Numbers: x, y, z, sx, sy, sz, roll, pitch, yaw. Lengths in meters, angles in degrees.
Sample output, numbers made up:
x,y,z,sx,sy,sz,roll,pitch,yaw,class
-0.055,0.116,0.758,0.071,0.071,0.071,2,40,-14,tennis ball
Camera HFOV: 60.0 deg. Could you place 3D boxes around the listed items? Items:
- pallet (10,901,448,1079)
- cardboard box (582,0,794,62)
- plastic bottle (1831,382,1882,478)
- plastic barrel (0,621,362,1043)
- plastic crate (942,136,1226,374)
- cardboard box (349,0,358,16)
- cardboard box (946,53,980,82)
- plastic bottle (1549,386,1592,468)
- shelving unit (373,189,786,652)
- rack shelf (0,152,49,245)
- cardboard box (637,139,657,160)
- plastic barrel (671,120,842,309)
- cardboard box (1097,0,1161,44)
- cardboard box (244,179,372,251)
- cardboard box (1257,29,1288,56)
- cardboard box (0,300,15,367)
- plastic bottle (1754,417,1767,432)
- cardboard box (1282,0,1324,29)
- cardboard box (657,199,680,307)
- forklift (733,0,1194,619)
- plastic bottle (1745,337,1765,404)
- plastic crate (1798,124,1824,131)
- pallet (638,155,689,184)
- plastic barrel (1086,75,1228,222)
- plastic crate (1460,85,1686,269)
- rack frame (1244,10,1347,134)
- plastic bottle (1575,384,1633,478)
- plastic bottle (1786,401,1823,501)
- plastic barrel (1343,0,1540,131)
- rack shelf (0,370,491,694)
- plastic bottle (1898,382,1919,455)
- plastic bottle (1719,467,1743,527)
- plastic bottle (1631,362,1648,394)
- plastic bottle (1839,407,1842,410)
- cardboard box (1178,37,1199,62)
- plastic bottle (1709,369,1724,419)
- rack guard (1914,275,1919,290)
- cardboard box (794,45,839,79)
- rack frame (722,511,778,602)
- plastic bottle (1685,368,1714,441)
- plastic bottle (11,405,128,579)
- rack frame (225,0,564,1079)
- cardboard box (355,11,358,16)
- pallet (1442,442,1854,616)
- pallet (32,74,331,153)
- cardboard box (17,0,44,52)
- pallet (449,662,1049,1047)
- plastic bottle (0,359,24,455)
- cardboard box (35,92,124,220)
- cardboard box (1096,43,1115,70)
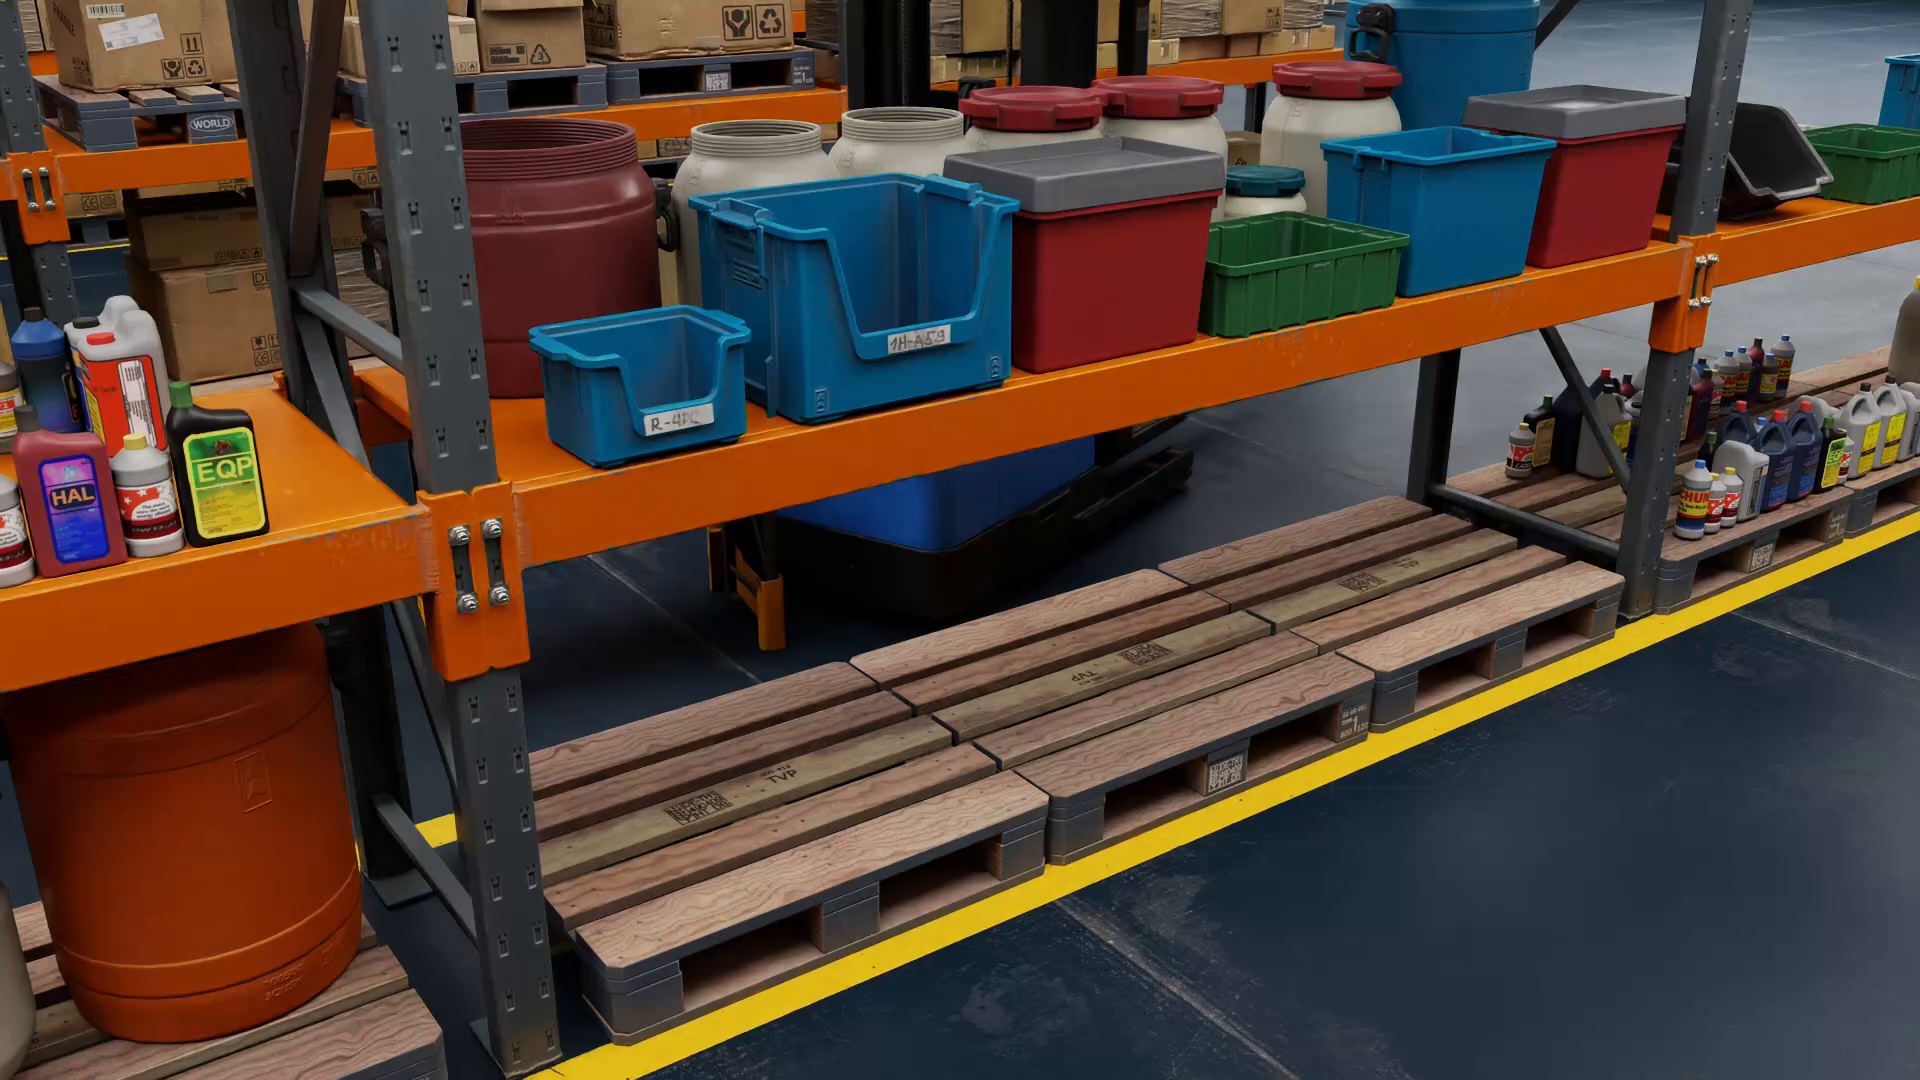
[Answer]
x,y,z,sx,sy,sz,roll,pitch,yaw,class
-1.813,1.071,3.428,1.213,0.211,1.003,-15,26,-33,pallet
-1.569,-3.107,8.760,1.000,1.000,1.000,-15,26,-33,cardboard box
3.446,-0.430,6.407,0.185,0.351,0.144,-15,26,-33,plastic bottle
-1.584,0.516,3.416,0.708,0.830,0.600,-15,26,-33,plastic barrel
0.293,-0.695,4.004,0.583,0.464,0.402,-15,26,-33,plastic crate
-4.335,-4.021,12.291,0.500,0.500,0.500,-15,26,-33,cardboard box
-0.095,-2.715,9.493,0.250,0.149,0.380,-15,26,-33,cardboard box
2.404,-0.473,6.516,0.185,0.351,0.144,-16,27,-34,plastic bottle
-1.182,-0.349,5.248,1.083,1.500,0.587,-10,24,-24,shelving unit
-5.713,-1.131,6.153,4.000,0.370,1.077,-15,26,-33,rack shelf
-3.106,-3.601,13.673,0.875,0.875,0.875,-14,26,-32,cardboard box
-0.487,-0.746,4.069,0.421,0.512,0.421,0,22,0,plastic barrel
0.762,-3.359,10.230,0.500,0.500,0.875,-15,26,-33,cardboard box
-3.139,-1.561,8.029,0.500,0.250,0.500,-12,25,-27,cardboard box
1.917,-3.265,10.871,0.250,0.149,0.380,-15,26,-33,cardboard box
-4.662,-0.963,7.062,0.875,0.875,1.225,-16,27,-35,cardboard box
2.995,-0.328,6.259,0.097,0.271,0.097,0,22,0,plastic bottle
1.942,-3.703,11.093,0.500,0.500,0.875,-15,26,-33,cardboard box
-1.752,-1.583,9.095,0.500,0.500,0.700,-15,26,-33,cardboard box
0.316,-1.594,6.436,1.130,2.935,3.031,13,25,30,forklift
3.449,-0.740,7.274,0.133,0.283,0.061,-14,26,-32,plastic bottle
3.220,-1.579,6.661,0.437,0.136,0.530,-15,26,-33,plastic crate
-2.994,-3.123,13.939,1.213,0.211,1.003,-15,26,-33,pallet
0.550,-1.037,4.763,0.433,0.535,0.433,0,22,0,plastic barrel
1.836,-1.106,5.035,0.583,0.464,0.402,-15,26,-33,plastic crate
2.404,-3.629,11.444,0.127,3.000,1.000,-15,26,-33,rack frame
2.489,-0.430,6.407,0.185,0.351,0.144,-15,26,-33,plastic bottle
3.101,-0.338,6.177,0.185,0.351,0.144,-16,27,-35,plastic bottle
1.559,-1.514,5.466,0.708,0.901,0.600,-15,26,-33,plastic barrel
-2.820,0.360,2.419,4.000,0.370,1.077,-15,26,-33,rack shelf
3.842,-0.503,6.690,0.135,0.276,0.152,-15,26,-32,plastic bottle
2.730,-0.159,5.930,0.097,0.201,0.097,0,22,0,plastic bottle
2.822,-0.585,6.795,0.185,0.351,0.144,-15,26,-33,plastic bottle
3.491,-0.428,6.603,0.097,0.201,0.097,0,22,0,plastic bottle
1.288,-3.113,10.490,0.250,0.149,0.380,-15,26,-33,cardboard box
3.203,-0.628,7.104,0.097,0.201,0.097,0,22,0,plastic bottle
5.263,-0.948,8.096,0.348,0.500,1.175,-15,26,-33,rack guard
-0.840,-2.782,9.659,0.250,0.149,0.380,-15,26,-33,cardboard box
-0.716,-0.433,5.458,0.032,1.500,0.500,-10,24,-24,rack frame
3.019,-0.556,6.813,0.133,0.283,0.061,-15,26,-33,plastic bottle
-1.464,-0.087,2.726,0.133,0.283,0.061,-15,26,-33,plastic bottle
-1.197,-0.408,3.370,0.127,3.000,1.000,-15,26,-33,rack frame
-2.894,-2.472,8.160,0.258,0.266,0.396,-16,27,-34,cardboard box
2.619,-0.111,6.390,1.213,0.211,1.003,-15,26,-33,pallet
-3.573,-1.995,7.607,1.003,0.211,1.213,-15,26,-33,pallet
-6.382,-3.474,10.920,0.500,0.500,0.500,-15,26,-32,cardboard box
-0.545,0.732,4.278,1.213,0.211,1.003,-15,26,-33,pallet
-1.926,-0.281,3.321,0.097,0.201,0.097,0,22,0,plastic bottle
-6.357,-2.667,11.500,0.750,0.750,1.050,-15,26,-34,cardboard box
0.717,-2.931,10.034,0.250,0.149,0.380,-15,26,-33,cardboard box
